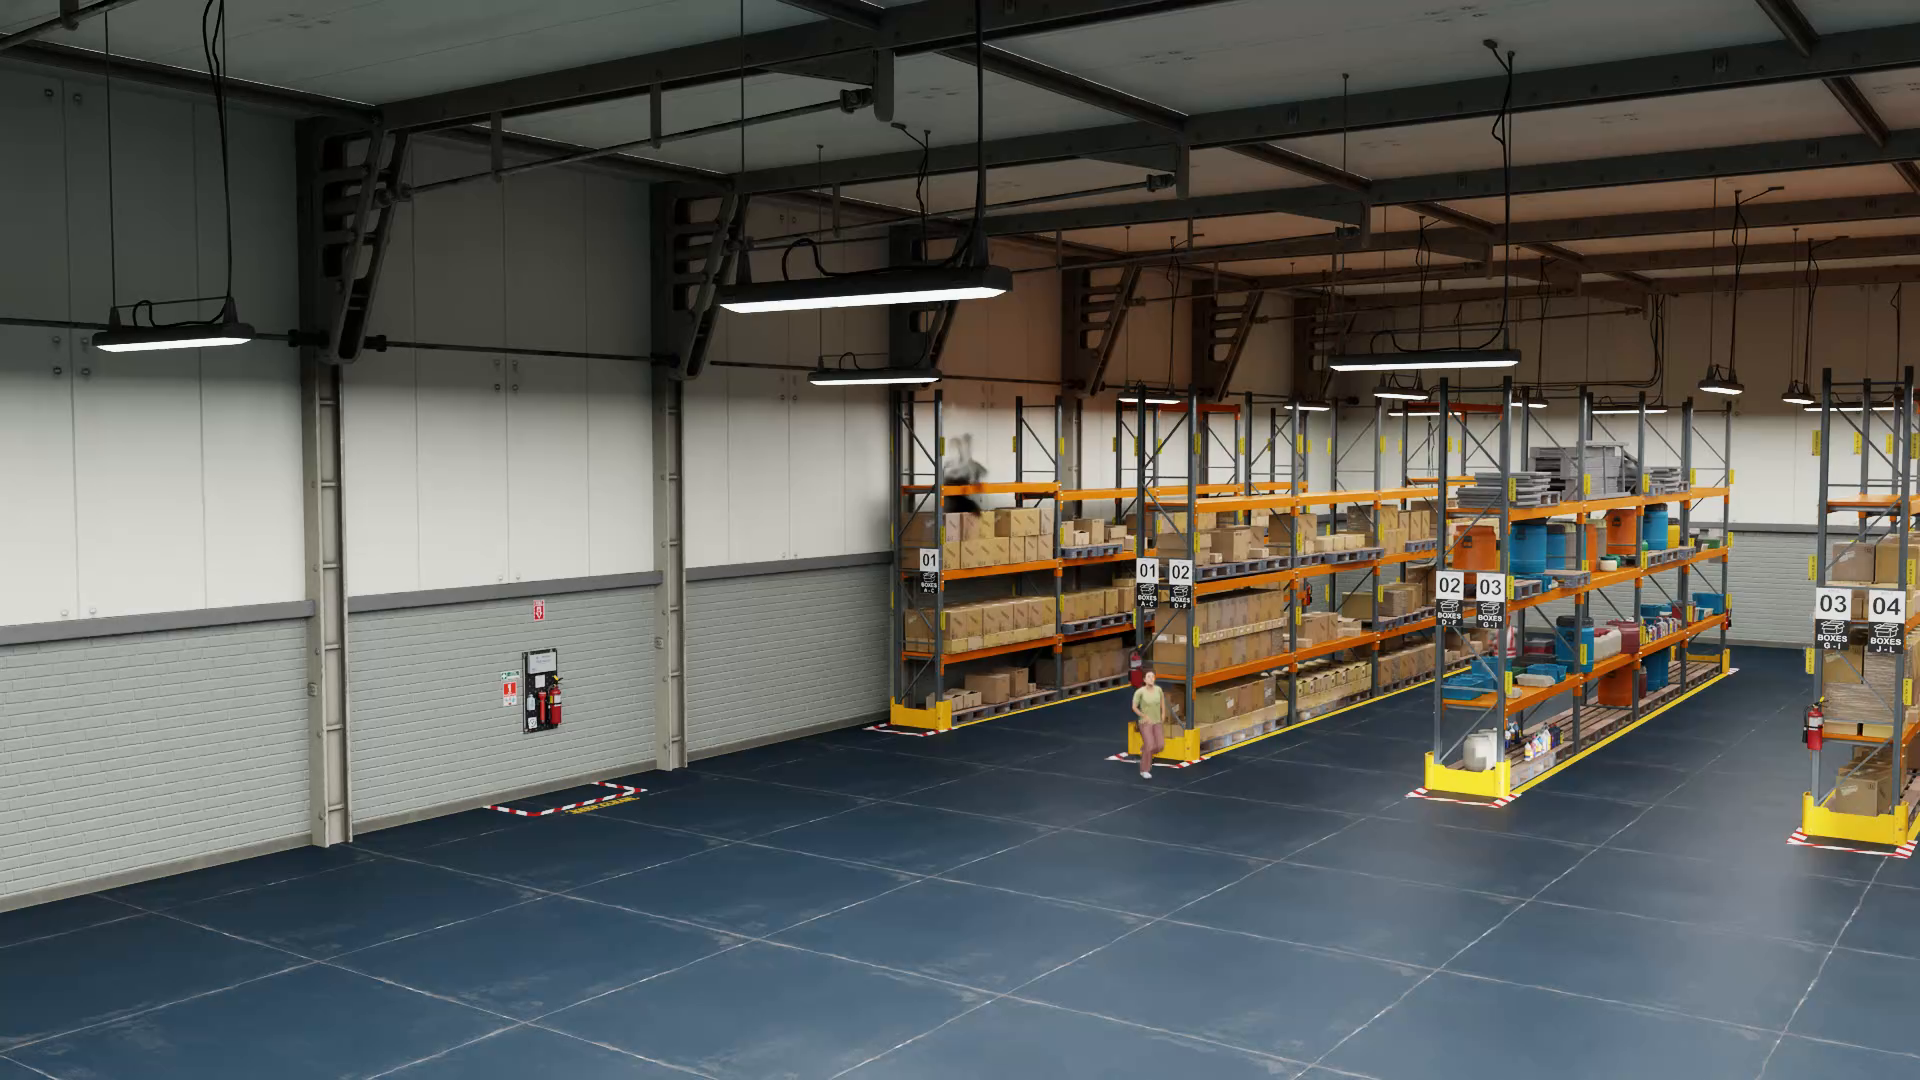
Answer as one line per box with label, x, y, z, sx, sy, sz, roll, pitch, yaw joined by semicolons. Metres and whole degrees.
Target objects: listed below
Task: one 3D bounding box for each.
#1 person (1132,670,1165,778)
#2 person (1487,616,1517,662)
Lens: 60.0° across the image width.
person;2.834;2.738;24.842;0.598;1.625;0.613;-1;3;-20
person;10.434;2.289;31.893;0.636;1.821;0.843;2;4;29
